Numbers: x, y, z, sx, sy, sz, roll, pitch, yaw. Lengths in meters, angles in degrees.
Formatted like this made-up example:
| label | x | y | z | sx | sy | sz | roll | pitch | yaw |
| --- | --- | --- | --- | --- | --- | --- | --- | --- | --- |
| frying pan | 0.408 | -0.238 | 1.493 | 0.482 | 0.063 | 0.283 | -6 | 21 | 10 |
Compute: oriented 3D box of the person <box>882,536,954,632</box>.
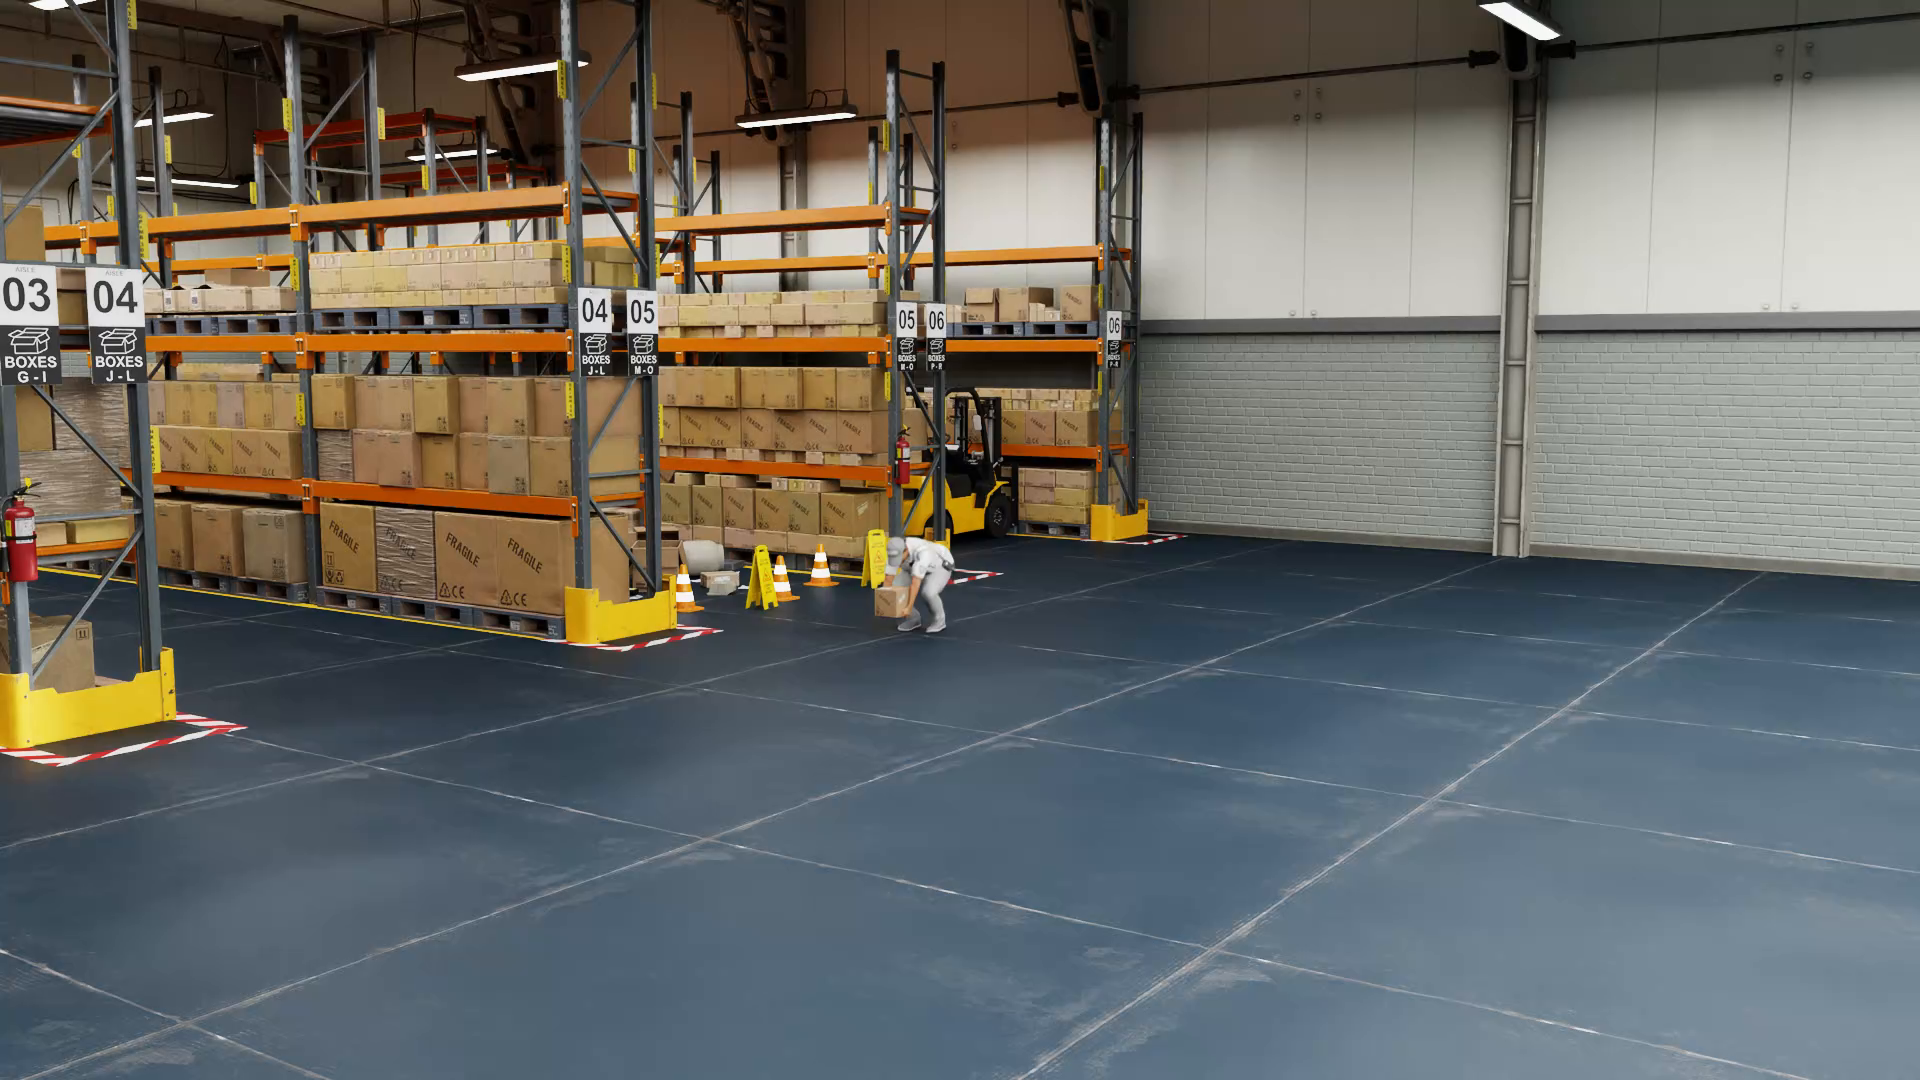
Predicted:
| label | x | y | z | sx | sy | sz | roll | pitch | yaw |
| --- | --- | --- | --- | --- | --- | --- | --- | --- | --- |
| person | -0.415 | 0.405 | 15.675 | 0.514 | 0.940 | 0.916 | 4 | 8 | 31 |
